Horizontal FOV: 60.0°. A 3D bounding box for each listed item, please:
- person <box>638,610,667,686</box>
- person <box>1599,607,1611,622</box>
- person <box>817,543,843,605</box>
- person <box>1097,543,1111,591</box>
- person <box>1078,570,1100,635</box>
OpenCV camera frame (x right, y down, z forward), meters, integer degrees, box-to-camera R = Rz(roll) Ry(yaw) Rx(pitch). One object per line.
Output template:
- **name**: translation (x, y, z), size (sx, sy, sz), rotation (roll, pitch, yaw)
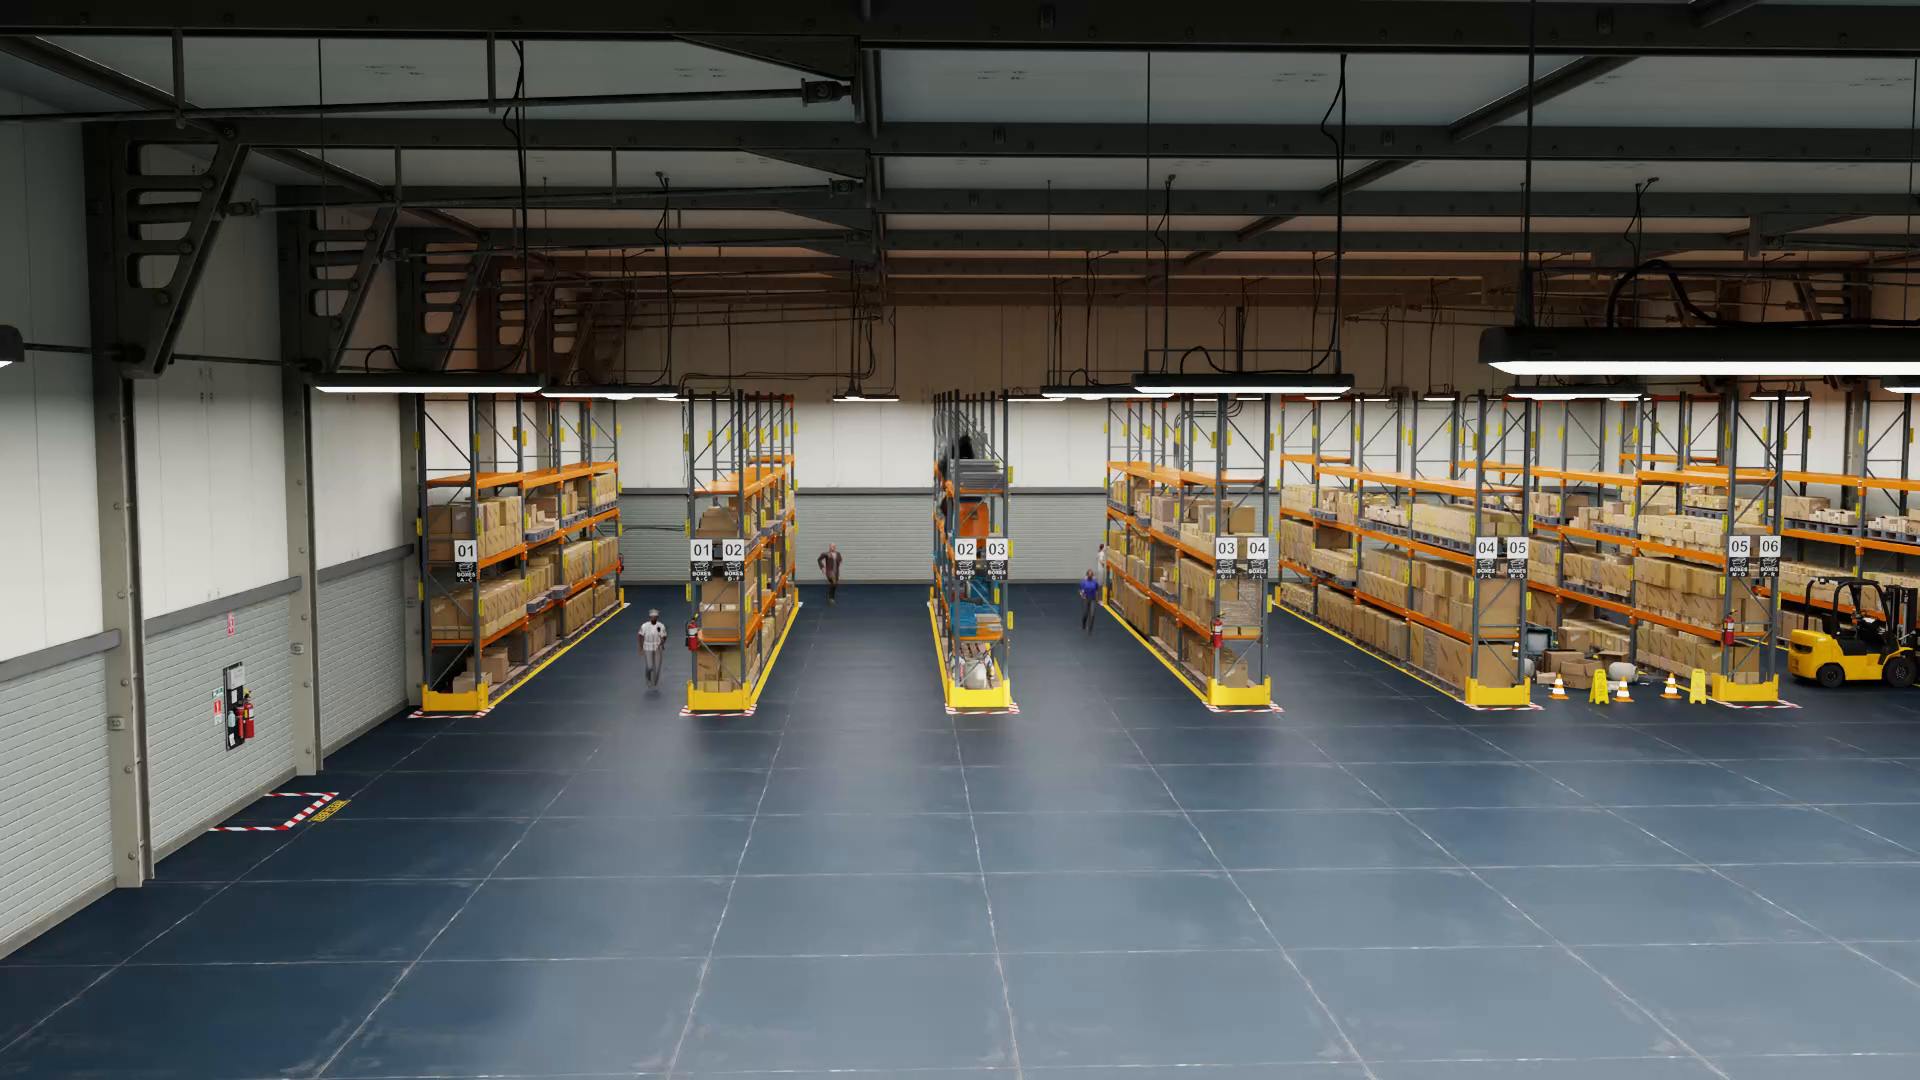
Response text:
- **person**: translation (-6.116, 2.165, 33.093), size (0.548, 1.573, 0.650), rotation (-1, 5, -15)
- **person**: translation (16.361, 1.416, 42.421), size (0.675, 1.676, 0.764), rotation (0, 5, -4)
- **person**: translation (-3.674, 0.975, 47.638), size (0.702, 1.812, 0.803), rotation (-4, 6, -38)
- **person**: translation (4.115, 0.927, 48.752), size (0.911, 1.669, 0.578), rotation (0, 5, 5)
- **person**: translation (3.226, 1.538, 41.470), size (0.563, 1.609, 0.589), rotation (-1, 5, -7)
